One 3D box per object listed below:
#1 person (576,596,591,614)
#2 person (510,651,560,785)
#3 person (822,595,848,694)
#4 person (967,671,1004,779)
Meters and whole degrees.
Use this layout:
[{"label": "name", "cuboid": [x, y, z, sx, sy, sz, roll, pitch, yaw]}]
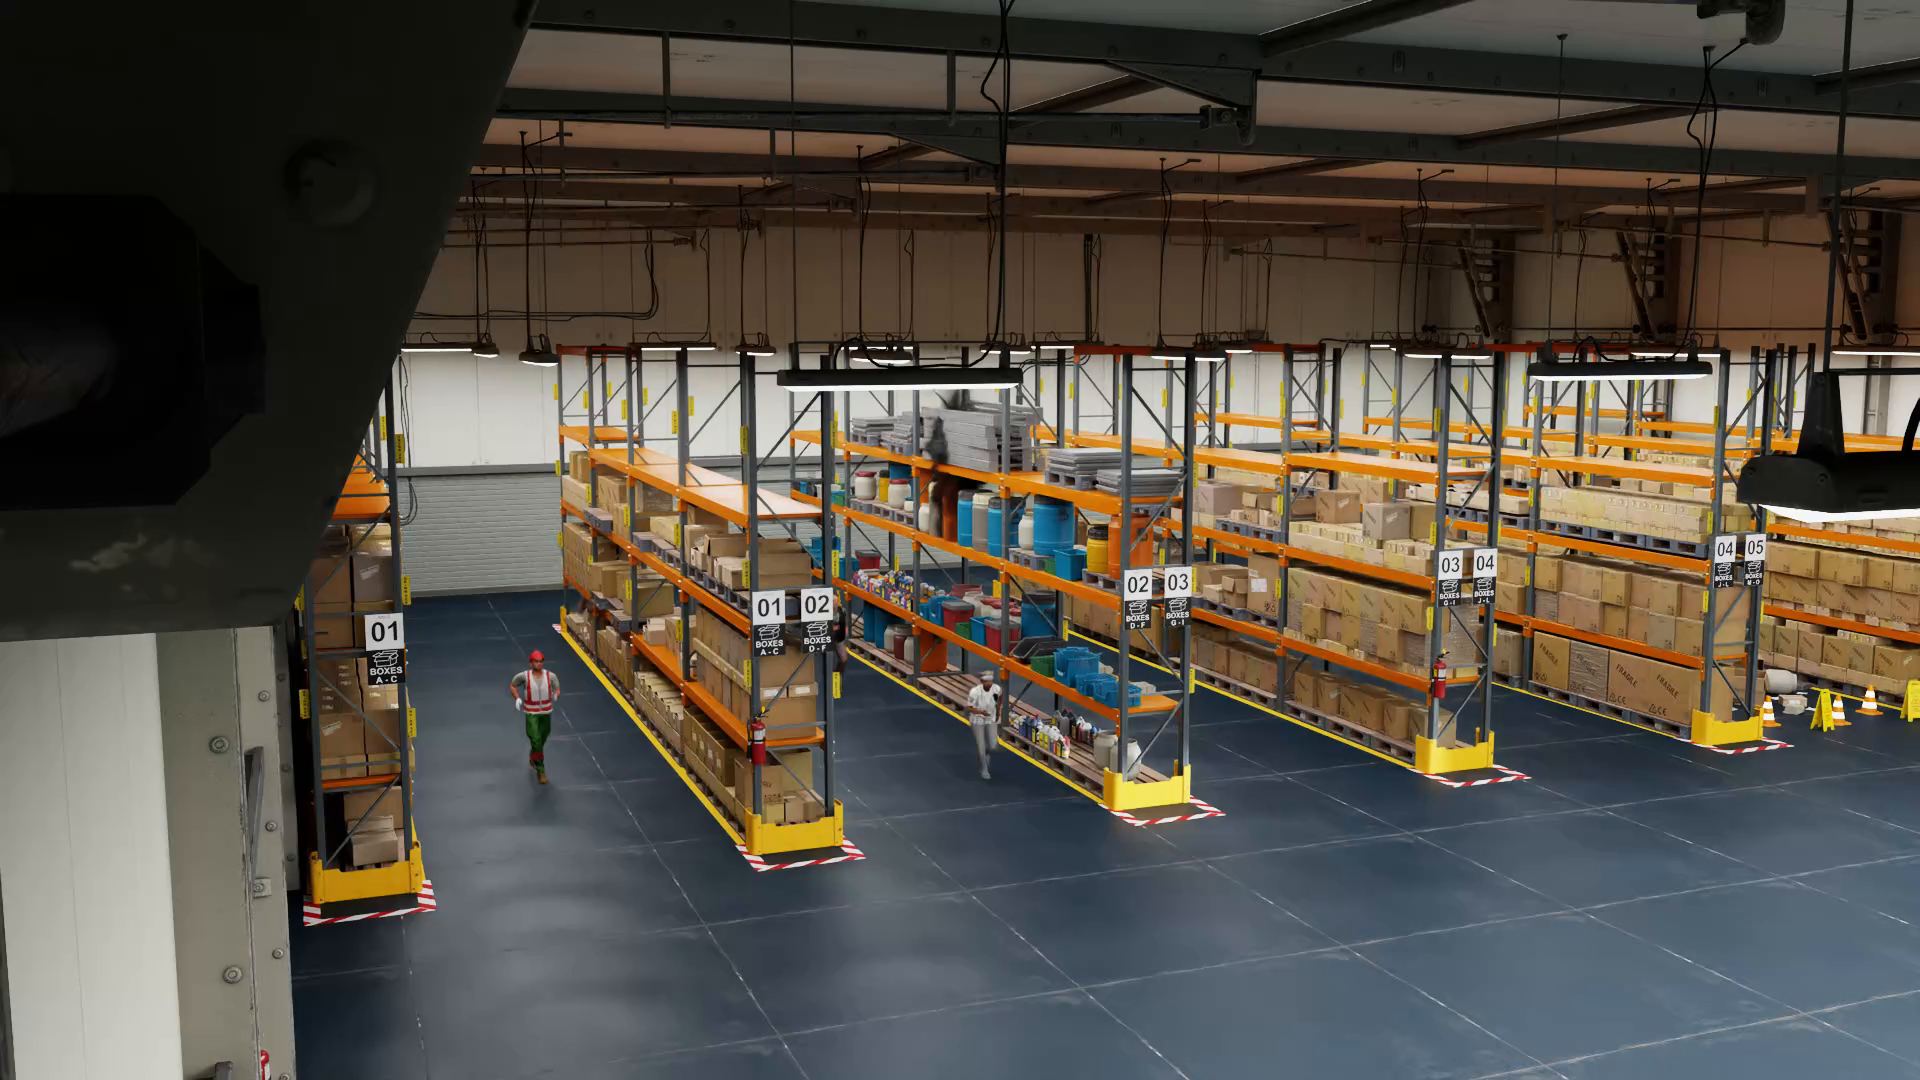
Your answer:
[{"label": "person", "cuboid": [-8.125, 0.909, 36.342, 0.659, 1.691, 0.580, 0, 7, 2]}, {"label": "person", "cuboid": [-5.951, 2.454, 23.455, 0.652, 1.805, 0.983, -4, 8, -31]}, {"label": "person", "cuboid": [-2.215, 1.804, 29.034, 0.679, 1.744, 0.832, -4, 8, -27]}, {"label": "person", "cuboid": [0.375, 2.587, 23.343, 0.561, 1.612, 0.673, -1, 7, -10]}]
